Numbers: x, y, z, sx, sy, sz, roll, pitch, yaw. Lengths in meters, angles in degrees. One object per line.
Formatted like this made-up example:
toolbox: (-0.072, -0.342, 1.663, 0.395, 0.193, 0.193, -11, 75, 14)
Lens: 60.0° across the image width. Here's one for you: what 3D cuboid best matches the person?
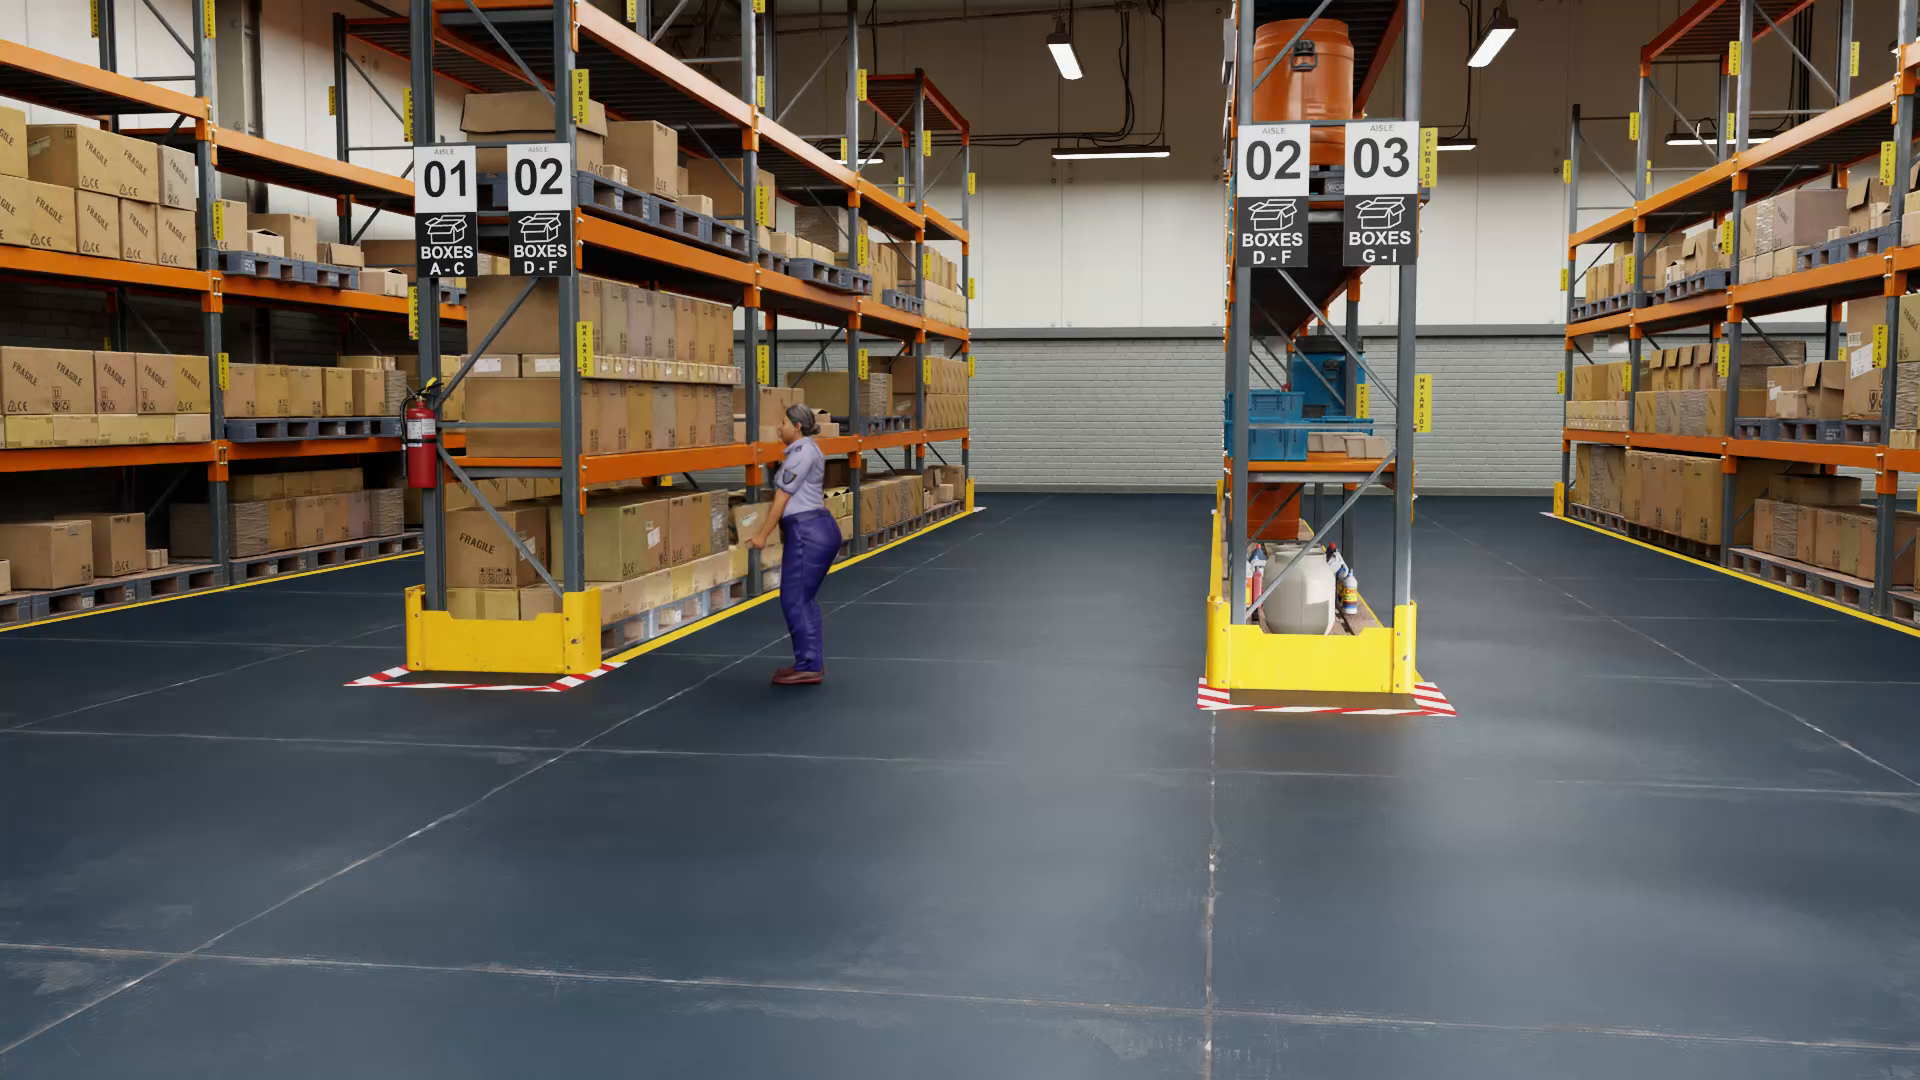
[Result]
person: (-0.985, 0.019, 9.841, 0.537, 1.644, 0.434, 1, 5, 8)
